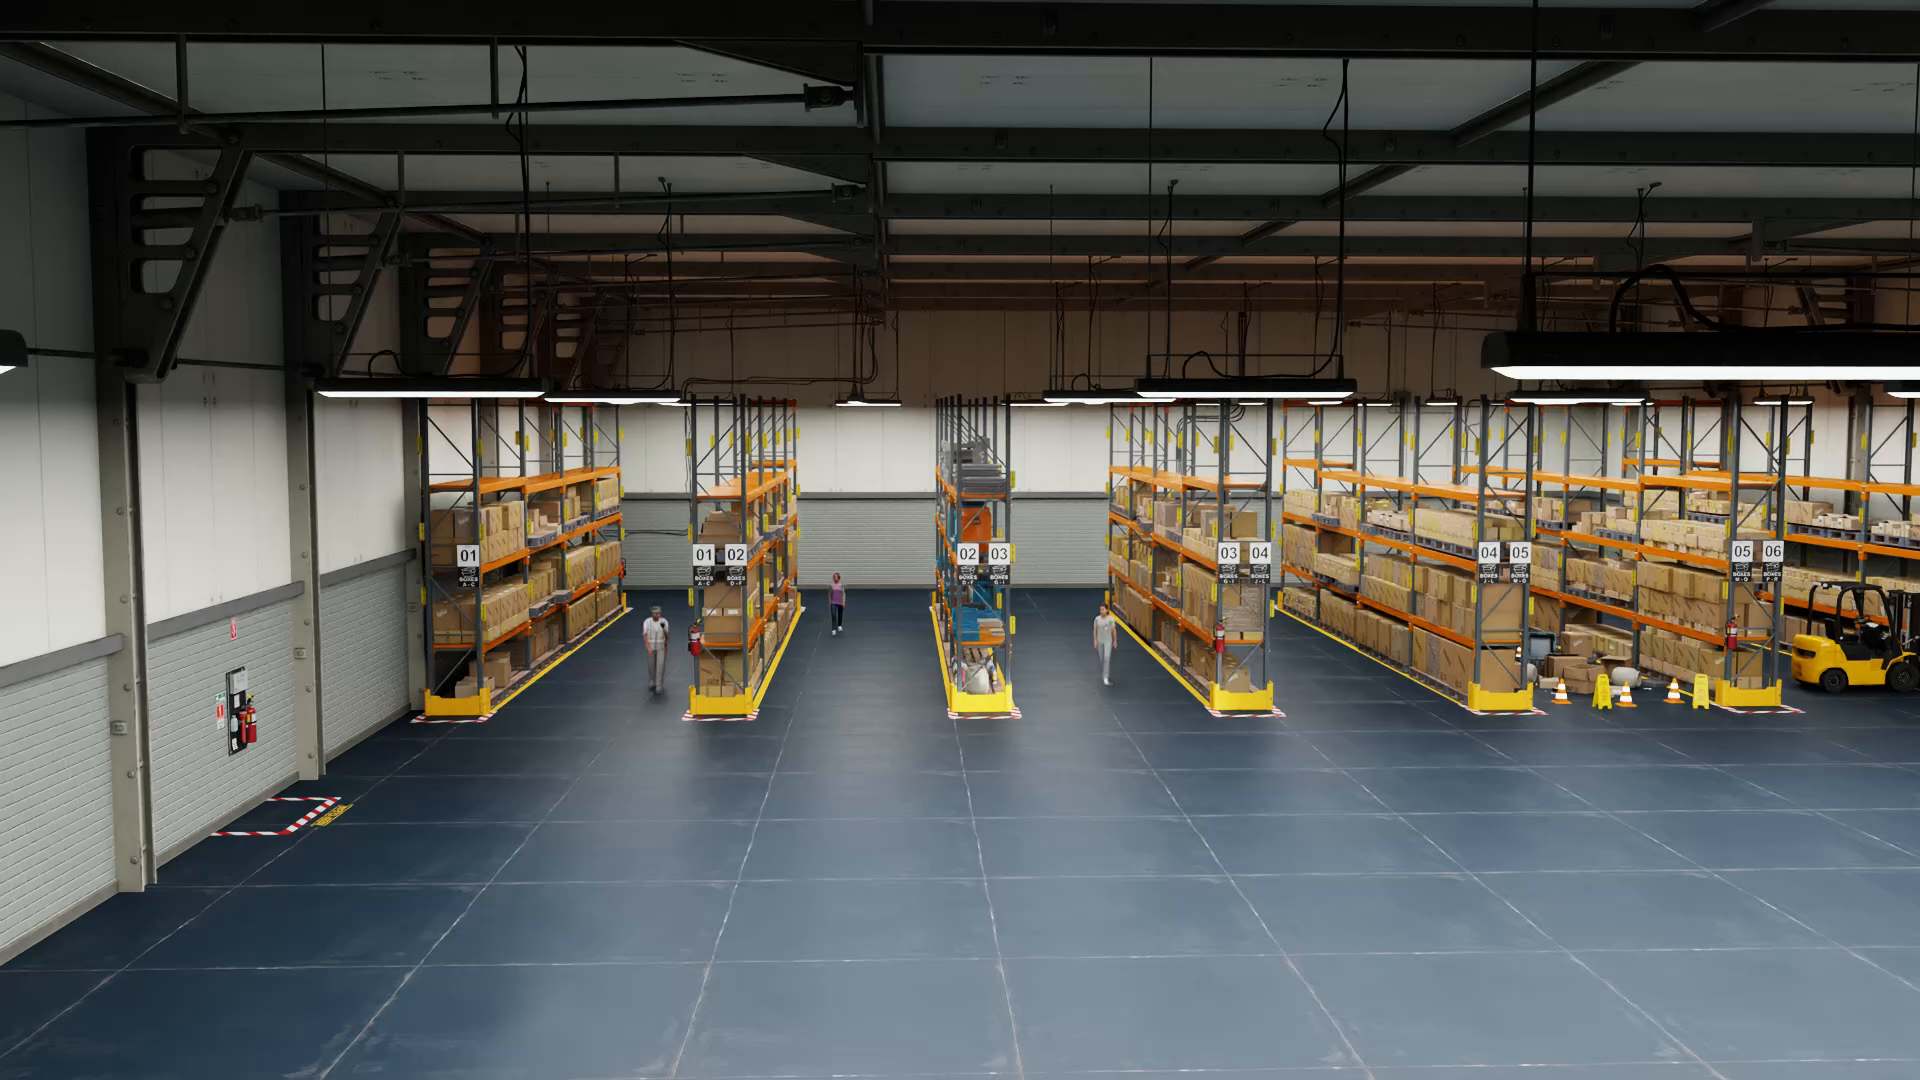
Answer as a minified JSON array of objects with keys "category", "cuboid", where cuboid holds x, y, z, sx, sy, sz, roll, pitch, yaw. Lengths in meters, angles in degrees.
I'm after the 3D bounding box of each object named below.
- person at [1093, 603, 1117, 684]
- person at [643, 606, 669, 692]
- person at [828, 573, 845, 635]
[{"category":"person","cuboid":[3.012,2.142,34.795,0.505,1.638,0.871,2,5,27]},{"category":"person","cuboid":[-6.195,2.194,33.898,0.528,1.696,0.978,-1,5,-13]},{"category":"person","cuboid":[-3.131,1.654,42.251,0.439,1.439,0.972,0,5,-3]}]
